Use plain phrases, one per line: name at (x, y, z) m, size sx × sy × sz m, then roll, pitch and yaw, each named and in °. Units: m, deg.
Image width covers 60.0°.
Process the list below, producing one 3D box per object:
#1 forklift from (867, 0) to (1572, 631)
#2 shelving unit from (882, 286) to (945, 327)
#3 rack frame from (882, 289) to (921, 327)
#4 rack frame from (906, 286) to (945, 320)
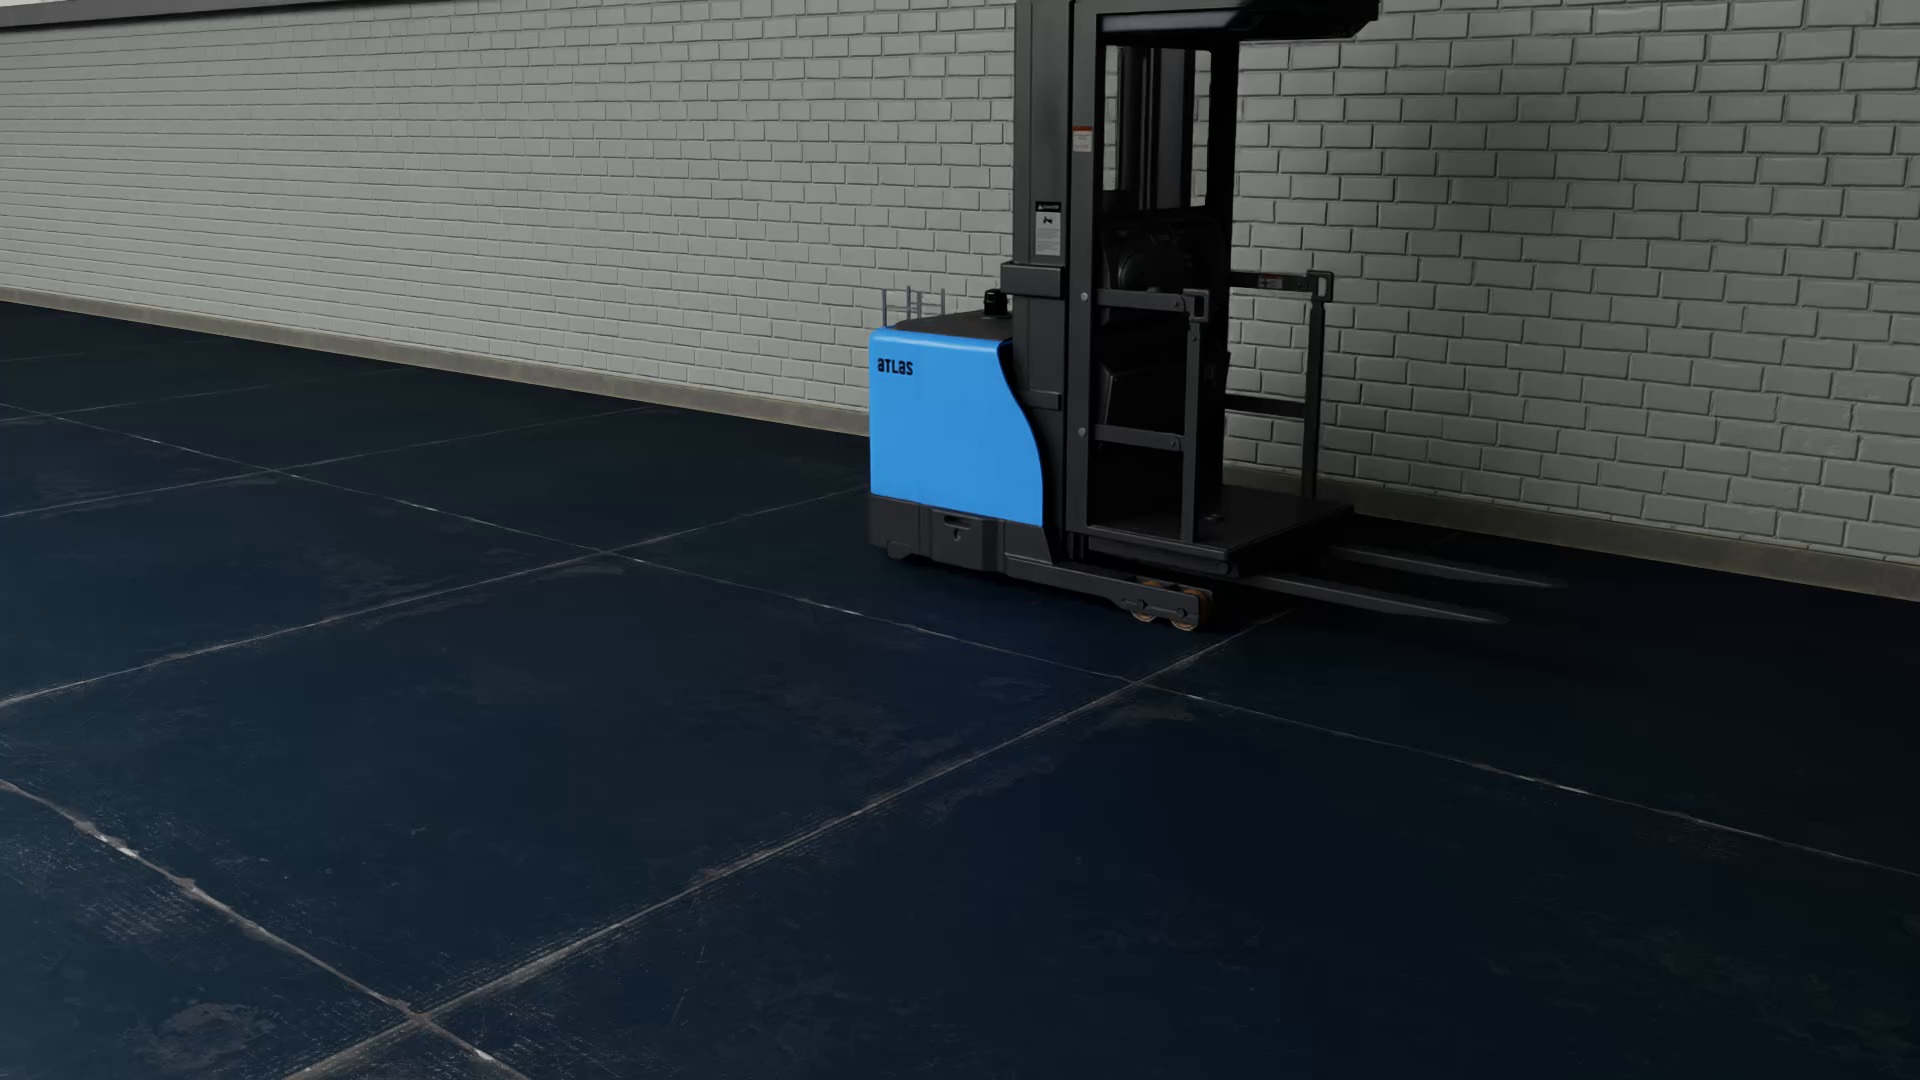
forklift at (1.025, -1.202, 6.902) m, size 3.031 × 2.935 × 1.130 m, roll 12°, pitch 18°, yaw 38°
shelving unit at (-0.224, -0.632, 8.173) m, size 0.258 × 1.200 × 0.189 m, roll 11°, pitch 18°, yaw 37°
rack frame at (-0.281, -0.614, 8.104) m, size 0.240 × 1.200 × 0.006 m, roll 11°, pitch 18°, yaw 37°
rack frame at (-0.168, -0.650, 8.243) m, size 0.240 × 1.200 × 0.006 m, roll 11°, pitch 18°, yaw 37°
